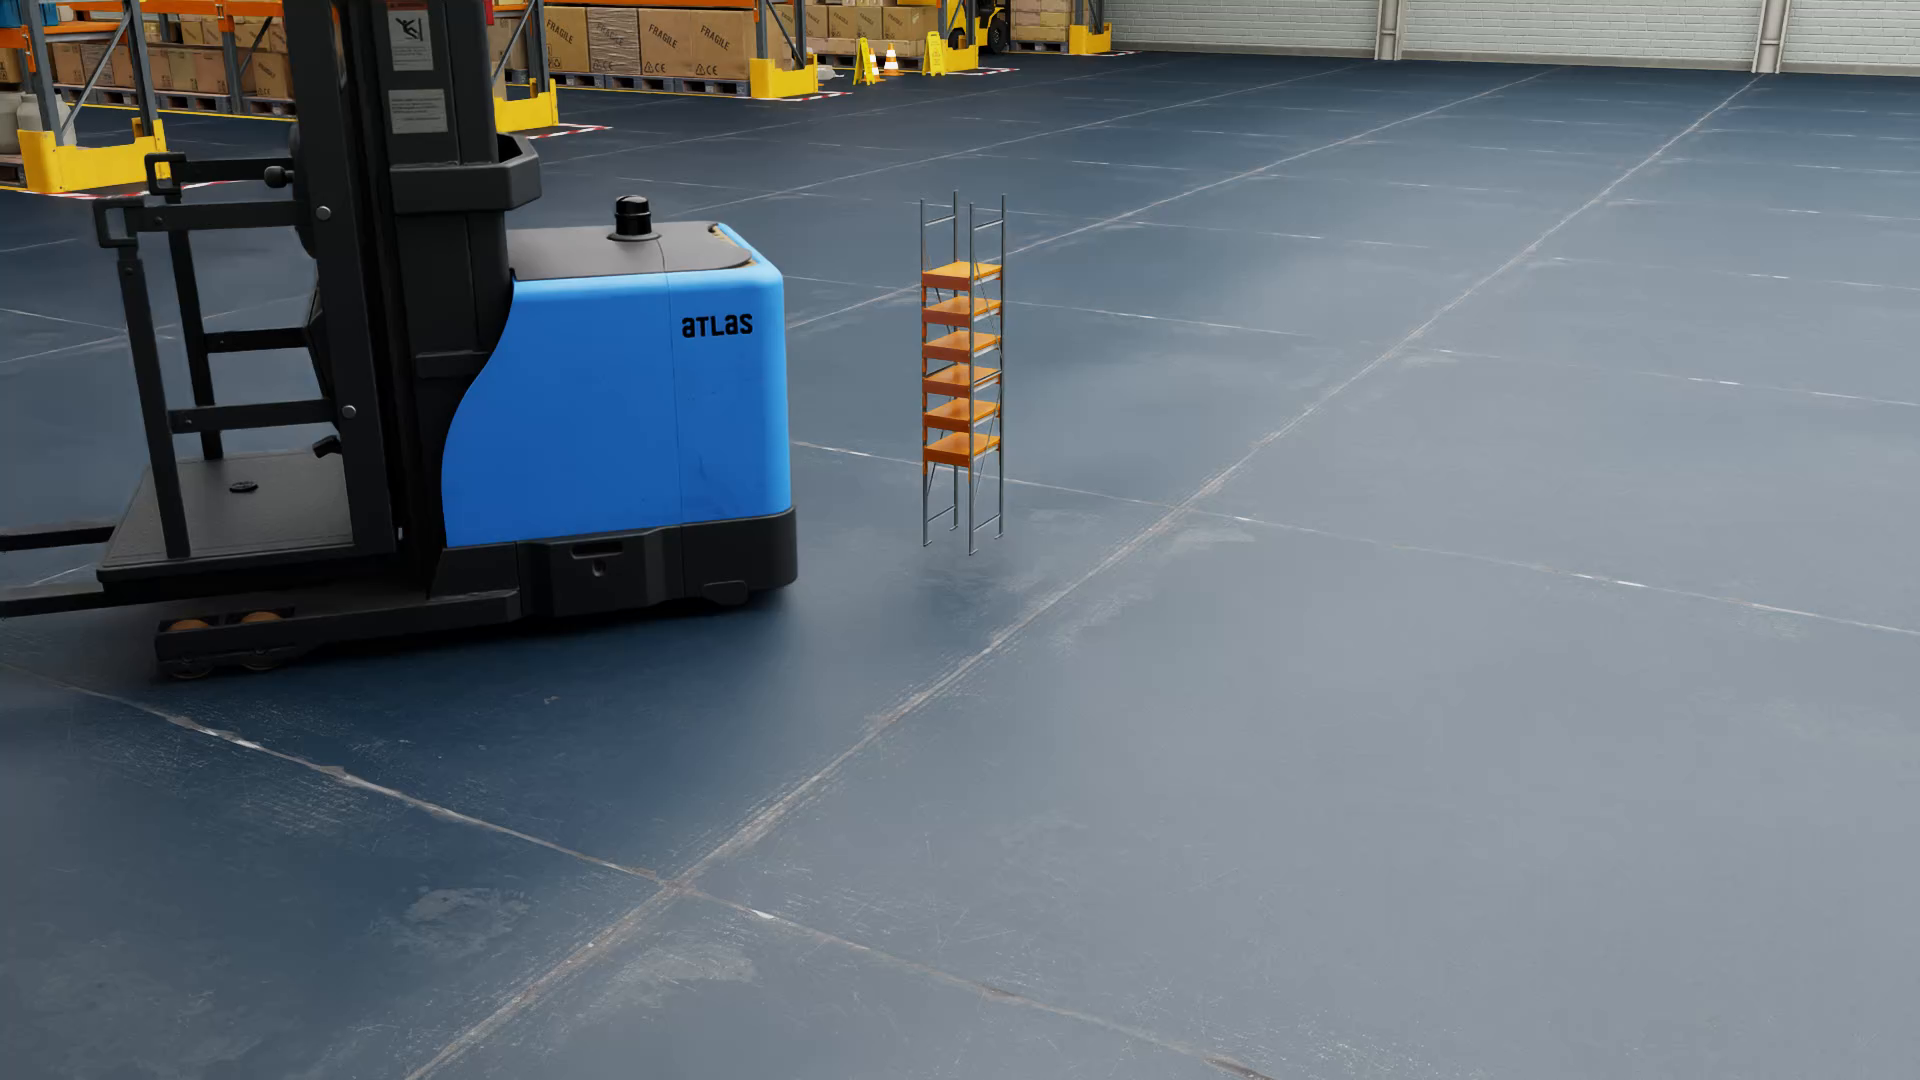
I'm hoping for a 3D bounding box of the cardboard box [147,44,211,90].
[{"bbox_3d":[-9.797,-5.935,20.847,0.500,0.500,0.700,9,22,23],"label":"cardboard box"}]

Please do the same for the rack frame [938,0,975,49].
[{"bbox_3d":[-0.051,-8.901,26.006,0.127,3.000,1.000,11,23,27],"label":"rack frame"}]

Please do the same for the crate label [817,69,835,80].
[{"bbox_3d":[-2.017,-6.969,24.875,0.298,0.136,0.250,0,20,-1],"label":"crate label"}]

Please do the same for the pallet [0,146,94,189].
[{"bbox_3d":[-8.095,-3.301,14.656,1.213,0.211,1.003,11,23,27],"label":"pallet"}]

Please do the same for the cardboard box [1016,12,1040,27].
[{"bbox_3d":[1.357,-9.594,30.598,0.500,0.250,0.500,11,22,27],"label":"cardboard box"}]

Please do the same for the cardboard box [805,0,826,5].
[{"bbox_3d":[-2.394,-8.783,27.045,0.250,0.149,0.380,12,23,30],"label":"cardboard box"}]

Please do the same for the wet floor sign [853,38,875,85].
[{"bbox_3d":[-1.386,-6.889,23.910,0.232,0.644,0.267,7,21,18],"label":"wet floor sign"}]

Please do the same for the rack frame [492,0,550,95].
[{"bbox_3d":[-4.884,-5.951,17.873,0.127,3.000,1.000,11,23,27],"label":"rack frame"}]

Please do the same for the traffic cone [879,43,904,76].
[{"bbox_3d":[-1.055,-7.396,25.577,0.334,0.463,0.336,11,23,27],"label":"traffic cone"}]

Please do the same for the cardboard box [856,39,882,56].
[{"bbox_3d":[-1.336,-7.949,26.797,0.500,0.250,0.500,11,23,27],"label":"cardboard box"}]

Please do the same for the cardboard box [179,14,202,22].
[{"bbox_3d":[-12.337,-8.580,27.070,0.500,0.250,0.500,10,22,25],"label":"cardboard box"}]

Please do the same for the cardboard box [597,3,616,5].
[{"bbox_3d":[-7.327,-11.165,35.295,0.500,0.500,0.500,10,22,27],"label":"cardboard box"}]

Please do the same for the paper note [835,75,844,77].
[{"bbox_3d":[-1.847,-7.070,25.312,0.142,0.019,0.148,3,20,9],"label":"paper note"}]

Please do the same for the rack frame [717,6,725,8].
[{"bbox_3d":[-4.618,-11.710,33.749,0.127,3.000,1.000,11,23,27],"label":"rack frame"}]

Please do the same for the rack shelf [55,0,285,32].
[{"bbox_3d":[-10.122,-6.611,20.746,4.000,0.370,1.077,11,23,27],"label":"rack shelf"}]

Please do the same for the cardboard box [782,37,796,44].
[{"bbox_3d":[-2.688,-8.208,27.509,0.500,0.250,0.500,12,23,30],"label":"cardboard box"}]

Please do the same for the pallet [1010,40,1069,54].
[{"bbox_3d":[1.678,-9.184,30.873,1.213,0.211,1.003,11,23,27],"label":"pallet"}]

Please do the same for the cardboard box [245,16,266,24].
[{"bbox_3d":[-10.968,-8.322,26.358,0.500,0.250,0.500,11,23,29],"label":"cardboard box"}]

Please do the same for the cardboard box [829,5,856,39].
[{"bbox_3d":[-1.772,-8.386,26.902,0.500,0.500,0.500,10,22,26],"label":"cardboard box"}]

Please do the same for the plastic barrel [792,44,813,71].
[{"bbox_3d":[-2.593,-7.583,26.150,0.512,0.421,0.421,-7,21,-20],"label":"plastic barrel"}]

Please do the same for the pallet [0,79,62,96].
[{"bbox_3d":[-12.520,-6.124,22.439,1.213,0.211,1.003,11,23,27],"label":"pallet"}]

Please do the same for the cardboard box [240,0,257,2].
[{"bbox_3d":[-8.123,-6.328,19.279,0.250,0.149,0.380,11,23,27],"label":"cardboard box"}]

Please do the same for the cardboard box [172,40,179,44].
[{"bbox_3d":[-13.246,-8.464,28.366,0.250,0.149,0.380,12,23,29],"label":"cardboard box"}]

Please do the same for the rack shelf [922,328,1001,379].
[{"bbox_3d":[0.013,-0.633,5.628,0.180,0.103,0.258,11,23,27],"label":"rack shelf"}]

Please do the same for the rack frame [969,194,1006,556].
[{"bbox_3d":[0.093,-0.546,5.612,0.006,1.200,0.240,11,23,27],"label":"rack frame"}]

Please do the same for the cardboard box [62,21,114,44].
[{"bbox_3d":[-11.269,-6.563,21.481,0.500,0.250,0.500,12,23,29],"label":"cardboard box"}]

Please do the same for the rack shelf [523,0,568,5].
[{"bbox_3d":[-7.615,-8.071,24.770,4.000,0.370,1.077,11,23,27],"label":"rack shelf"}]

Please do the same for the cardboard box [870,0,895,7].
[{"bbox_3d":[-1.231,-8.560,26.431,0.250,0.149,0.380,12,23,29],"label":"cardboard box"}]

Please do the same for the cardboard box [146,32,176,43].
[{"bbox_3d":[-13.283,-8.361,27.646,0.250,0.149,0.380,11,23,28],"label":"cardboard box"}]

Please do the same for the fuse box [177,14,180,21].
[{"bbox_3d":[-17.802,-12.488,37.784,0.414,1.711,0.539,11,23,27],"label":"fuse box"}]

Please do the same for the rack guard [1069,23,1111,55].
[{"bbox_3d":[2.387,-9.201,30.496,0.348,0.500,1.175,11,23,27],"label":"rack guard"}]

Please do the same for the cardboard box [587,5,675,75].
[{"bbox_3d":[-4.565,-7.001,23.266,0.875,0.875,0.875,11,23,28],"label":"cardboard box"}]

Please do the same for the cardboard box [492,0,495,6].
[{"bbox_3d":[-5.233,-5.819,17.877,0.250,0.149,0.380,11,23,27],"label":"cardboard box"}]

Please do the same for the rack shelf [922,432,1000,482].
[{"bbox_3d":[0.013,-0.294,5.751,0.180,0.103,0.258,11,23,27],"label":"rack shelf"}]

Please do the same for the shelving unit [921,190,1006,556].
[{"bbox_3d":[0.013,-0.562,5.654,0.189,1.200,0.258,11,23,27],"label":"shelving unit"}]

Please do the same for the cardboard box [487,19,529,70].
[{"bbox_3d":[-6.455,-7.293,24.254,0.750,0.750,1.050,11,23,27],"label":"cardboard box"}]

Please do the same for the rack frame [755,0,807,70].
[{"bbox_3d":[-2.377,-7.411,21.897,0.127,3.000,1.000,11,23,27],"label":"rack frame"}]

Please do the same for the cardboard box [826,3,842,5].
[{"bbox_3d":[-2.005,-8.637,27.593,0.500,0.500,0.500,12,23,30],"label":"cardboard box"}]

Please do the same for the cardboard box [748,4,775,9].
[{"bbox_3d":[-3.160,-8.646,27.617,0.500,0.500,0.500,12,23,30],"label":"cardboard box"}]

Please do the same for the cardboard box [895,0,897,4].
[{"bbox_3d":[-1.587,-10.210,32.478,0.625,0.625,0.875,12,23,30],"label":"cardboard box"}]

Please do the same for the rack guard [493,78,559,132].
[{"bbox_3d":[-4.950,-4.789,18.334,0.348,0.500,1.175,11,23,27],"label":"rack guard"}]

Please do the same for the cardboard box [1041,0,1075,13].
[{"bbox_3d":[1.812,-9.738,30.263,0.500,0.250,0.500,12,23,29],"label":"cardboard box"}]

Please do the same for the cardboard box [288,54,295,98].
[{"bbox_3d":[-7.543,-5.467,19.589,0.500,0.500,0.500,-17,26,-39],"label":"cardboard box"}]

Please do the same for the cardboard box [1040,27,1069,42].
[{"bbox_3d":[1.802,-9.269,30.435,0.500,0.250,0.500,11,23,28],"label":"cardboard box"}]

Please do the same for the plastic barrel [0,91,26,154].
[{"bbox_3d":[-8.349,-3.675,14.629,0.421,0.512,0.421,0,20,0],"label":"plastic barrel"}]

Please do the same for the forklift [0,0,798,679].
[{"bbox_3d":[-2.095,-1.181,4.823,3.031,2.935,1.130,-6,21,-17],"label":"forklift"}]

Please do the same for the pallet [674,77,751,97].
[{"bbox_3d":[-3.113,-6.210,22.675,1.213,0.211,1.003,11,23,27],"label":"pallet"}]

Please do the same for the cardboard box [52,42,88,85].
[{"bbox_3d":[-11.273,-6.208,21.601,0.500,0.500,0.700,10,22,24],"label":"cardboard box"}]

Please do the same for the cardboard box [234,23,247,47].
[{"bbox_3d":[-11.411,-8.057,26.726,0.500,0.500,0.500,11,23,28],"label":"cardboard box"}]
